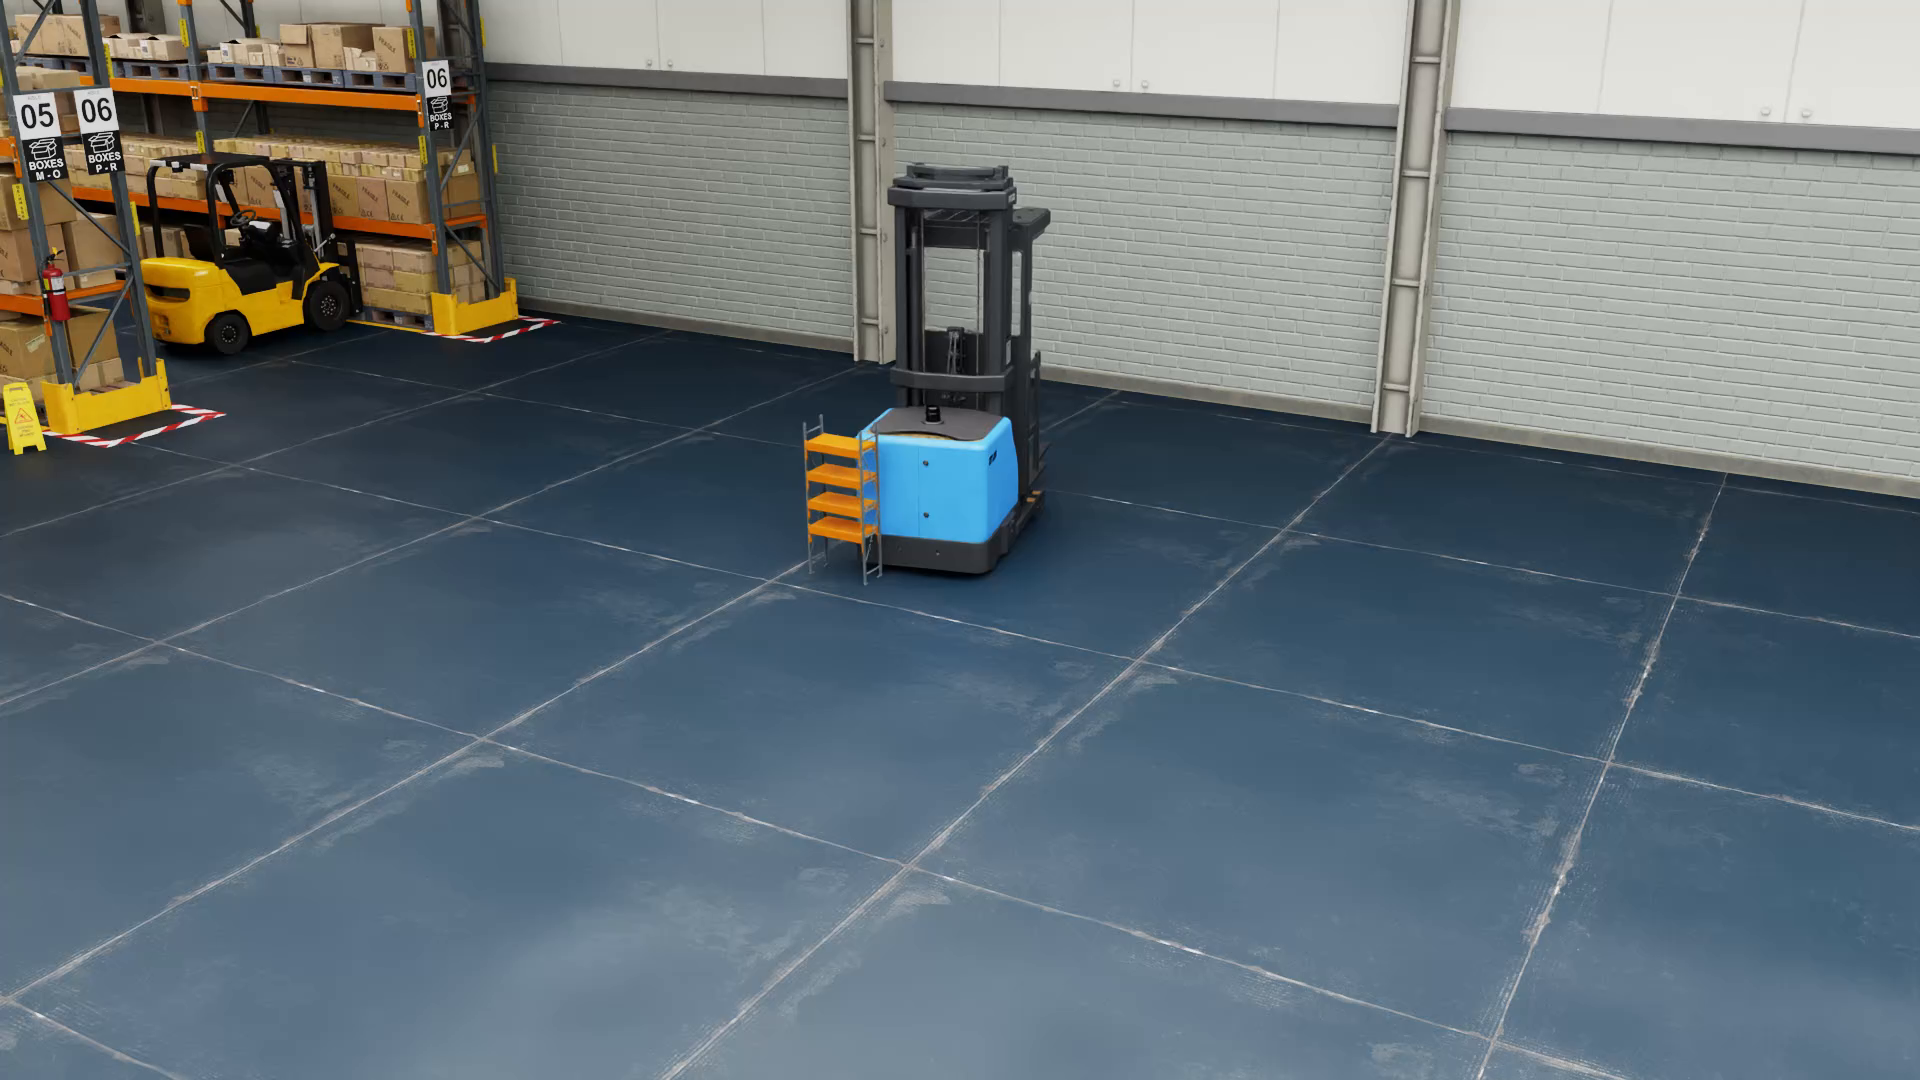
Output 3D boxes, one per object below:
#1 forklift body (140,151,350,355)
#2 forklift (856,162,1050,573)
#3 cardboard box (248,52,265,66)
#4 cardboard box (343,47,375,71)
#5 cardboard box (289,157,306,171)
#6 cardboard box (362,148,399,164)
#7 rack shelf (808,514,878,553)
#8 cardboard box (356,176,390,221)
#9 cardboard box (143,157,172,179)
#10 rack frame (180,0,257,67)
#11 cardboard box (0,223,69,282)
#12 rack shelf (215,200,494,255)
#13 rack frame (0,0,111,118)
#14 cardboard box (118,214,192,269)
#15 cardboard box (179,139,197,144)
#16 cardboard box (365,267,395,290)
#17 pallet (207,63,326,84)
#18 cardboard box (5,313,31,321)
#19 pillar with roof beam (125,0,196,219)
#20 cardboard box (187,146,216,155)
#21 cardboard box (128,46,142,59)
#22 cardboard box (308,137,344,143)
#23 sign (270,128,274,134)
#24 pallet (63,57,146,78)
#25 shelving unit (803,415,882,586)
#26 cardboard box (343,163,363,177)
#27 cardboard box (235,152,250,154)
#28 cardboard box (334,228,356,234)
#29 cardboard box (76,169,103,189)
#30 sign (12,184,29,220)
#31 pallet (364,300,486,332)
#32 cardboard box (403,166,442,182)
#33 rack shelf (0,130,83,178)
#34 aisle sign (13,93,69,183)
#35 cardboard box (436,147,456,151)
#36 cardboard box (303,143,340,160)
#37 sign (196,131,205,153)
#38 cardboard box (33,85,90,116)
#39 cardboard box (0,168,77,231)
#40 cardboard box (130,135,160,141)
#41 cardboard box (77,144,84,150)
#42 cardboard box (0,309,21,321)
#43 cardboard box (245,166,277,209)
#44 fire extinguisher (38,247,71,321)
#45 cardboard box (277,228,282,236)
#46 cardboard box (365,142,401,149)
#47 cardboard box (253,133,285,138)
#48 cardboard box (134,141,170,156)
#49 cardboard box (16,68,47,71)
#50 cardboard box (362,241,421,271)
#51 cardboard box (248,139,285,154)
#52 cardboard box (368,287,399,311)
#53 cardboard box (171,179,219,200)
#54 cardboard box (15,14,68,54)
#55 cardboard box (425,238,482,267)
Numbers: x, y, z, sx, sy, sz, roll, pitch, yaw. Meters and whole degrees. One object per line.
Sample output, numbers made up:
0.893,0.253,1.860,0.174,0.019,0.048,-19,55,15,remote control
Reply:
-8.586,-3.467,19.769,1.214,2.155,2.313,11,23,27,forklift body
0.091,-1.596,13.467,1.130,2.935,3.031,5,21,14,forklift
-8.618,-6.003,20.721,0.250,0.149,0.380,12,23,29,cardboard box
-7.134,-5.775,19.922,0.258,0.266,0.396,11,23,27,cardboard box
-8.279,-4.758,20.986,0.250,0.149,0.380,10,22,26,cardboard box
-7.109,-4.713,20.425,0.250,0.149,0.380,11,23,28,cardboard box
-0.870,-0.048,12.509,0.480,0.148,0.258,11,24,28,rack shelf
-7.047,-4.234,20.491,0.500,0.500,0.500,12,23,29,cardboard box
-10.539,-5.012,22.271,0.500,0.250,0.500,10,22,26,cardboard box
-9.533,-7.579,21.063,0.127,3.000,1.000,11,23,27,rack frame
-9.066,-2.811,16.132,0.500,0.500,0.500,10,22,26,cardboard box
-7.787,-4.088,21.292,4.000,0.370,1.077,11,23,27,rack shelf
-8.458,-5.436,15.154,0.127,3.000,1.000,11,23,27,rack frame
-11.325,-4.179,23.354,0.625,0.625,0.875,10,22,25,cardboard box
-10.394,-5.372,22.677,0.250,0.149,0.380,11,22,27,cardboard box
-7.051,-3.308,20.769,0.500,0.250,0.500,11,22,27,cardboard box
-8.776,-5.993,21.220,1.213,0.211,1.003,11,23,27,pallet
-9.742,-2.014,16.836,0.500,0.500,0.500,12,23,29,cardboard box
-13.547,-7.014,19.506,0.400,9.000,9.100,11,23,27,pillar with roof beam
-9.939,-5.102,21.933,0.250,0.149,0.380,12,23,29,cardboard box
-10.641,-6.388,21.783,0.250,0.149,0.380,11,23,27,cardboard box
-8.205,-5.121,21.551,0.250,0.149,0.380,10,22,26,cardboard box
-9.263,-5.369,22.381,0.005,0.325,0.100,11,23,27,sign
-11.411,-6.474,22.692,1.213,0.211,1.003,12,23,30,pallet
-0.872,-0.296,12.415,0.503,1.200,0.258,11,24,28,shelving unit
-7.381,-4.590,20.522,0.250,0.149,0.380,10,22,26,cardboard box
-9.156,-4.937,21.479,0.250,0.149,0.380,11,23,29,cardboard box
-8.124,-3.942,21.783,0.500,0.250,0.500,11,23,28,cardboard box
-11.867,-5.038,23.076,0.500,0.250,0.500,10,22,26,cardboard box
-8.746,-3.146,15.479,0.005,0.325,0.100,11,23,27,sign
-6.729,-2.898,21.044,1.213,0.211,1.003,11,23,27,pallet
-6.480,-4.420,20.053,0.250,0.149,0.380,11,23,28,cardboard box
-10.204,-4.020,16.705,4.000,0.370,1.077,11,23,27,rack shelf
-8.546,-3.741,15.467,0.004,0.787,0.394,11,23,27,aisle sign
-6.431,-4.768,20.576,0.250,0.149,0.380,12,23,29,cardboard box
-8.010,-4.883,20.893,0.250,0.149,0.380,11,23,28,cardboard box
-9.789,-5.103,21.452,0.005,0.325,0.100,11,23,27,sign
-8.767,-4.258,16.089,0.500,0.250,0.500,10,22,26,cardboard box
-9.011,-3.292,15.993,0.500,0.500,0.700,10,22,26,cardboard box
-11.292,-5.533,23.121,0.250,0.149,0.380,12,23,29,cardboard box
-11.951,-5.484,22.986,0.250,0.149,0.380,11,23,28,cardboard box
-9.638,-2.274,16.602,0.250,0.149,0.380,12,23,29,cardboard box
-8.810,-4.573,21.426,0.500,0.500,0.500,11,23,28,cardboard box
-8.583,-2.423,15.759,0.183,0.674,0.296,11,23,27,fire extinguisher
-8.822,-3.872,21.591,0.500,0.250,0.500,11,23,27,cardboard box
-7.311,-4.953,21.087,0.250,0.149,0.380,10,22,26,cardboard box
-9.107,-5.288,22.009,0.250,0.149,0.380,11,23,27,cardboard box
-10.854,-5.262,22.375,0.250,0.149,0.380,10,22,26,cardboard box
-9.085,-4.499,16.170,0.250,0.149,0.380,11,23,27,cardboard box
-7.043,-3.536,20.663,0.500,0.250,0.500,11,23,28,cardboard box
-8.900,-5.053,21.363,0.250,0.149,0.380,10,22,26,cardboard box
-7.035,-3.068,20.841,0.500,0.250,0.500,11,23,27,cardboard box
-10.100,-4.694,22.128,0.500,0.250,0.500,11,23,29,cardboard box
-12.511,-6.933,22.770,0.500,0.500,0.500,11,23,28,cardboard box
-6.368,-3.605,20.854,0.500,0.250,0.500,10,22,26,cardboard box
